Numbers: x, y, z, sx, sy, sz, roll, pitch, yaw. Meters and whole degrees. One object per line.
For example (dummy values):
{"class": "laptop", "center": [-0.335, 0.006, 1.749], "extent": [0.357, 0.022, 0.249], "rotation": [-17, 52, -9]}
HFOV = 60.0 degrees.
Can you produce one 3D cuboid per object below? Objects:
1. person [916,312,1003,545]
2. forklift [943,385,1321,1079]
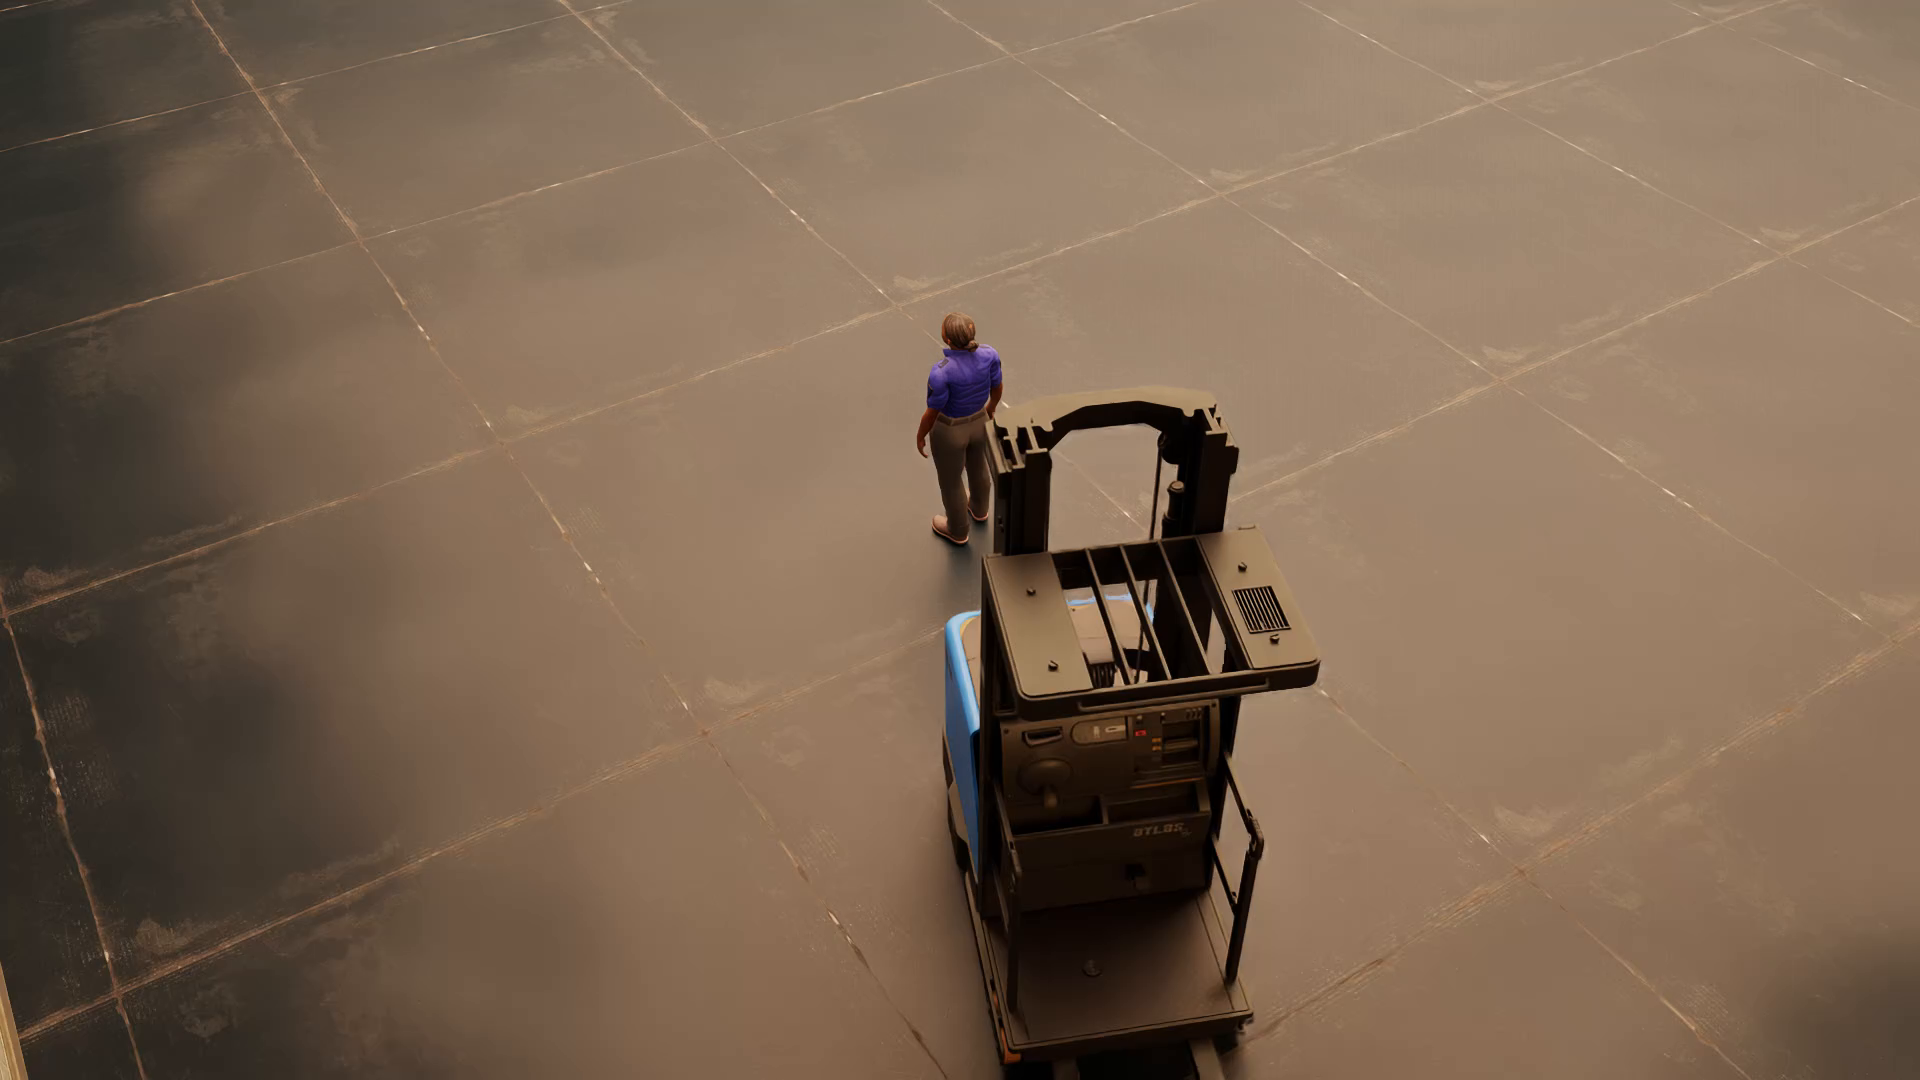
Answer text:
{"class": "person", "center": [-0.031, -0.684, 9.613], "extent": [0.570, 1.656, 0.503], "rotation": [-23, 46, -24]}
{"class": "forklift", "center": [0.666, 0.967, 6.764], "extent": [1.130, 2.935, 3.031], "rotation": [-6, 42, -7]}
